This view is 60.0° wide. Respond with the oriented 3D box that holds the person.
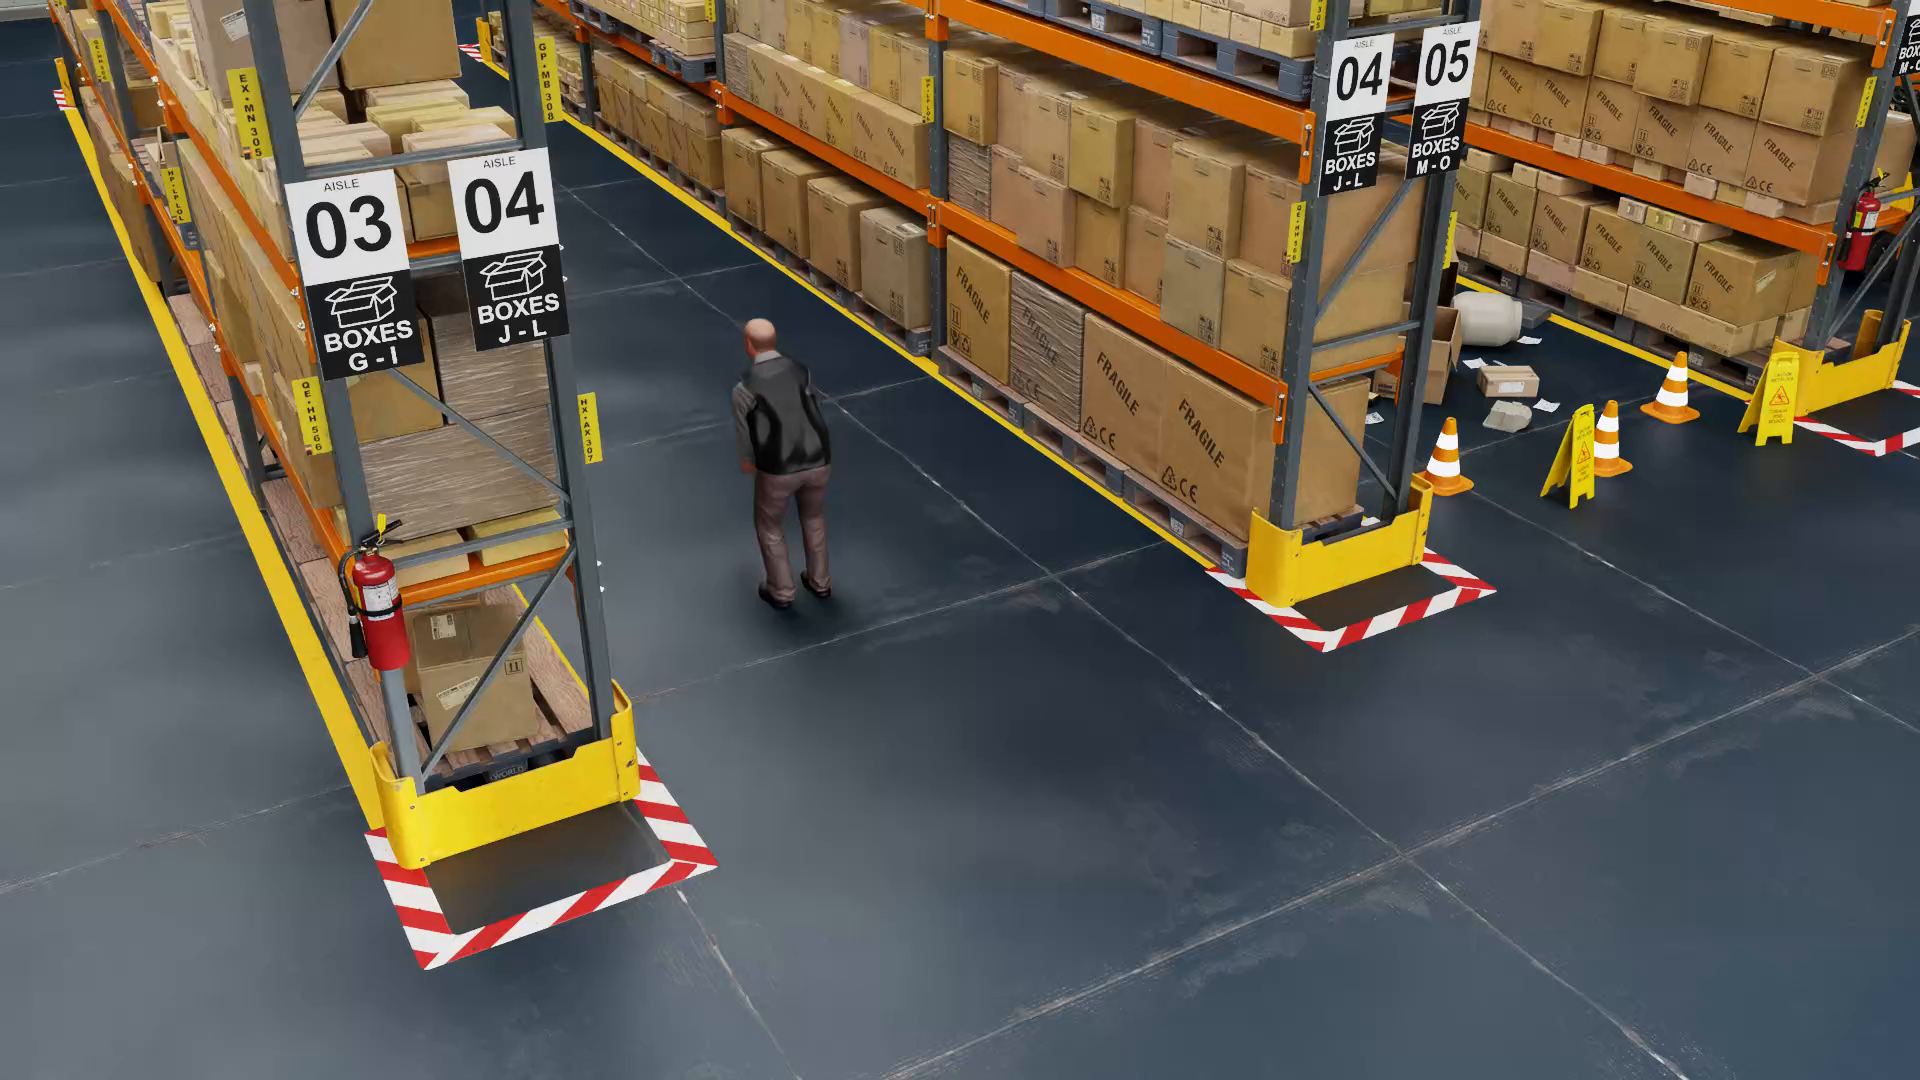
[{"bbox_3d":[-1.018,-0.430,9.455,0.477,1.647,0.615,-16,33,-27],"label":"person"}]
